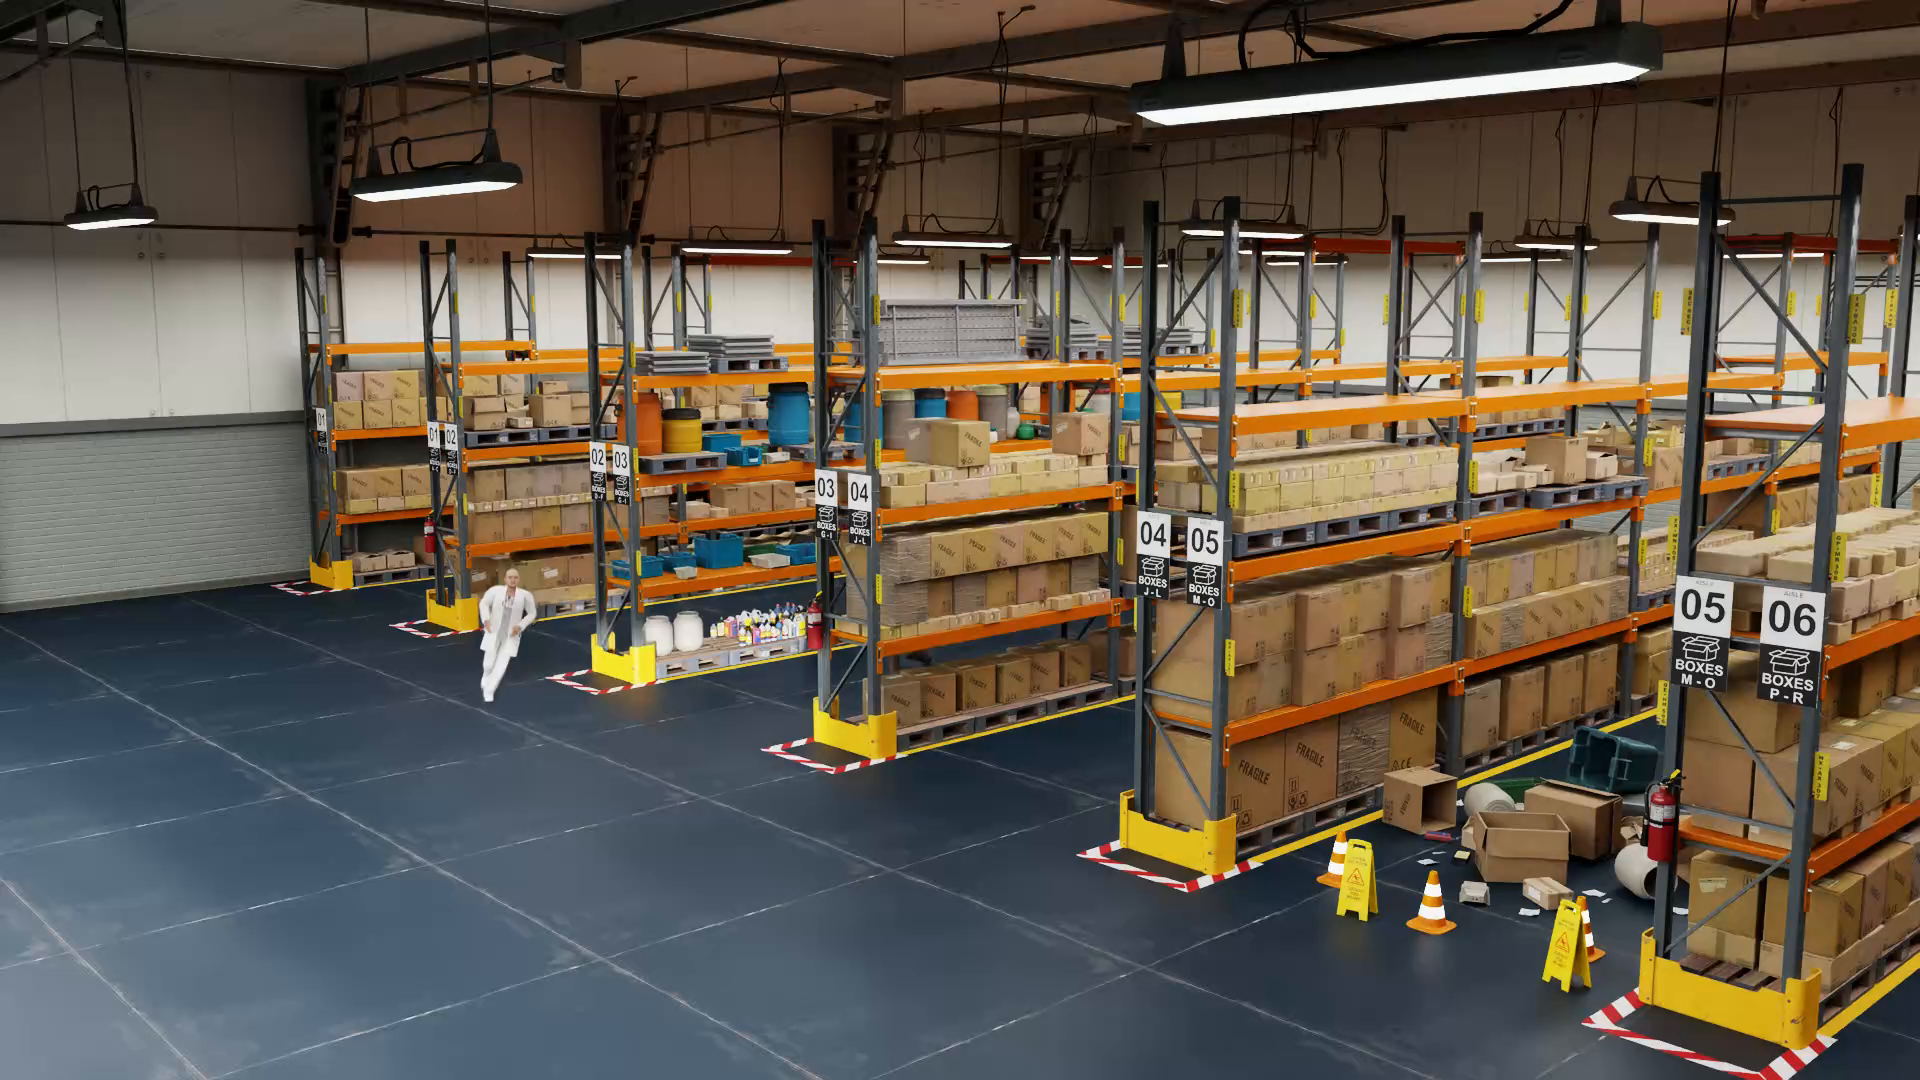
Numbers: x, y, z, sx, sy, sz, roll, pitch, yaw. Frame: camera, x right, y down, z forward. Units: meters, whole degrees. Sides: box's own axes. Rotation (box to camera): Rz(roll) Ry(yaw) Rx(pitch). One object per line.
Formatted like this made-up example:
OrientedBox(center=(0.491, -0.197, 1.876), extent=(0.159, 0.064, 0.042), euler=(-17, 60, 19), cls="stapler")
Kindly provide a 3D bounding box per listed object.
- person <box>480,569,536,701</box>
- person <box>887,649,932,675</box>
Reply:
OrientedBox(center=(-5.844, 1.200, 21.463), extent=(0.752, 1.686, 0.649), euler=(-2, 9, -11), cls="person")
OrientedBox(center=(-0.722, 1.075, 22.052), extent=(0.667, 1.683, 0.779), euler=(7, 11, 39), cls="person")
